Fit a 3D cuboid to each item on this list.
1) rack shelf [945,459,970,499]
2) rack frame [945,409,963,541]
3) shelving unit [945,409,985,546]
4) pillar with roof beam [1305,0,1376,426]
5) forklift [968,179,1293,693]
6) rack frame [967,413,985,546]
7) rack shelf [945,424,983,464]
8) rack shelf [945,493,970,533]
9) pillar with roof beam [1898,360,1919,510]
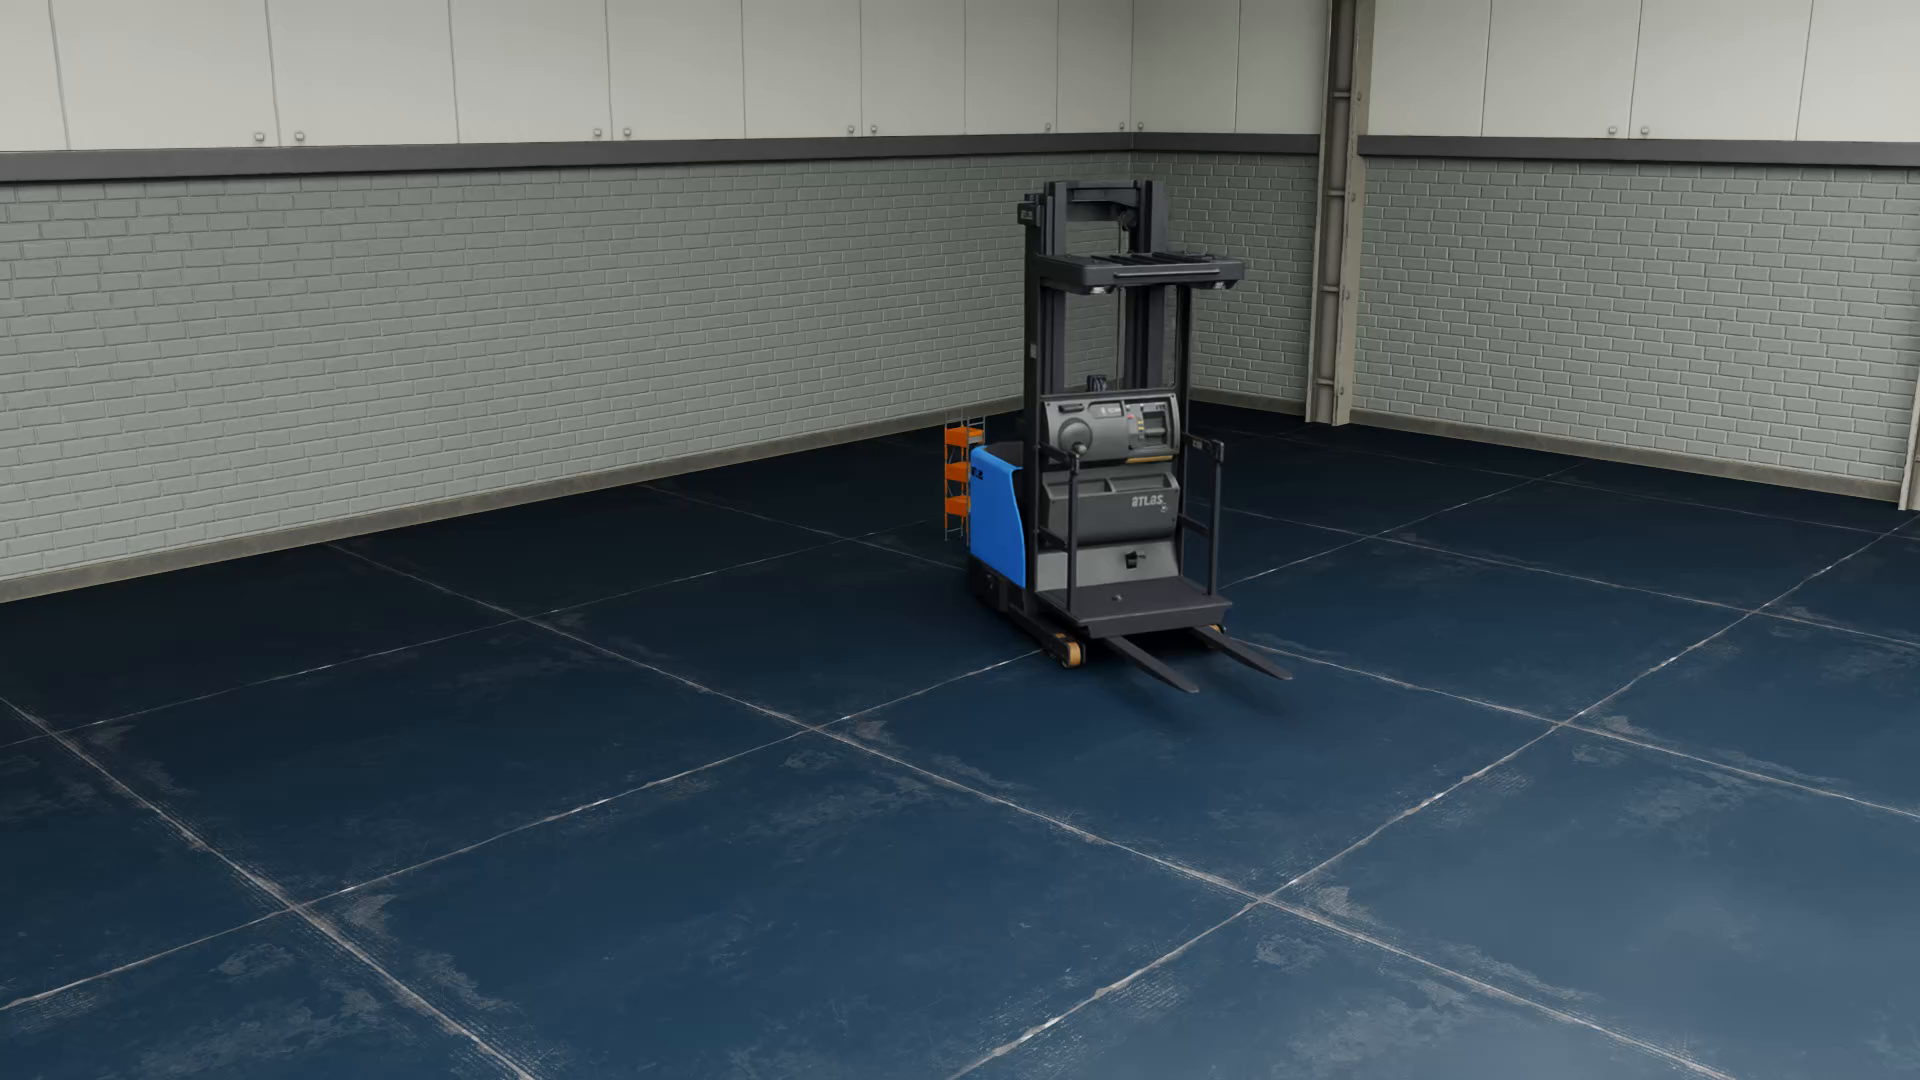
[{"bbox_3d":[0.038,-0.488,13.266,0.240,0.259,0.215,14,20,42],"label":"rack shelf"},{"bbox_3d":[-0.049,-0.520,13.346,0.008,1.050,0.200,14,20,42],"label":"rack frame"},{"bbox_3d":[0.038,-0.499,13.264,0.252,1.050,0.215,14,20,42],"label":"shelving unit"},{"bbox_3d":[1.094,-4.883,14.327,0.400,9.000,9.100,14,20,42],"label":"pillar with roof beam"},{"bbox_3d":[1.056,-0.738,10.452,1.130,2.935,3.031,-6,16,-20],"label":"forklift"},{"bbox_3d":[0.126,-0.477,13.182,0.008,1.050,0.200,14,20,42],"label":"rack frame"},{"bbox_3d":[0.038,-0.763,13.195,0.240,0.259,0.215,14,20,42],"label":"rack shelf"},{"bbox_3d":[0.038,-0.219,13.337,0.240,0.259,0.215,14,20,42],"label":"rack shelf"},{"bbox_3d":[5.413,-3.833,10.297,0.400,9.000,9.100,14,20,42],"label":"pillar with roof beam"}]
